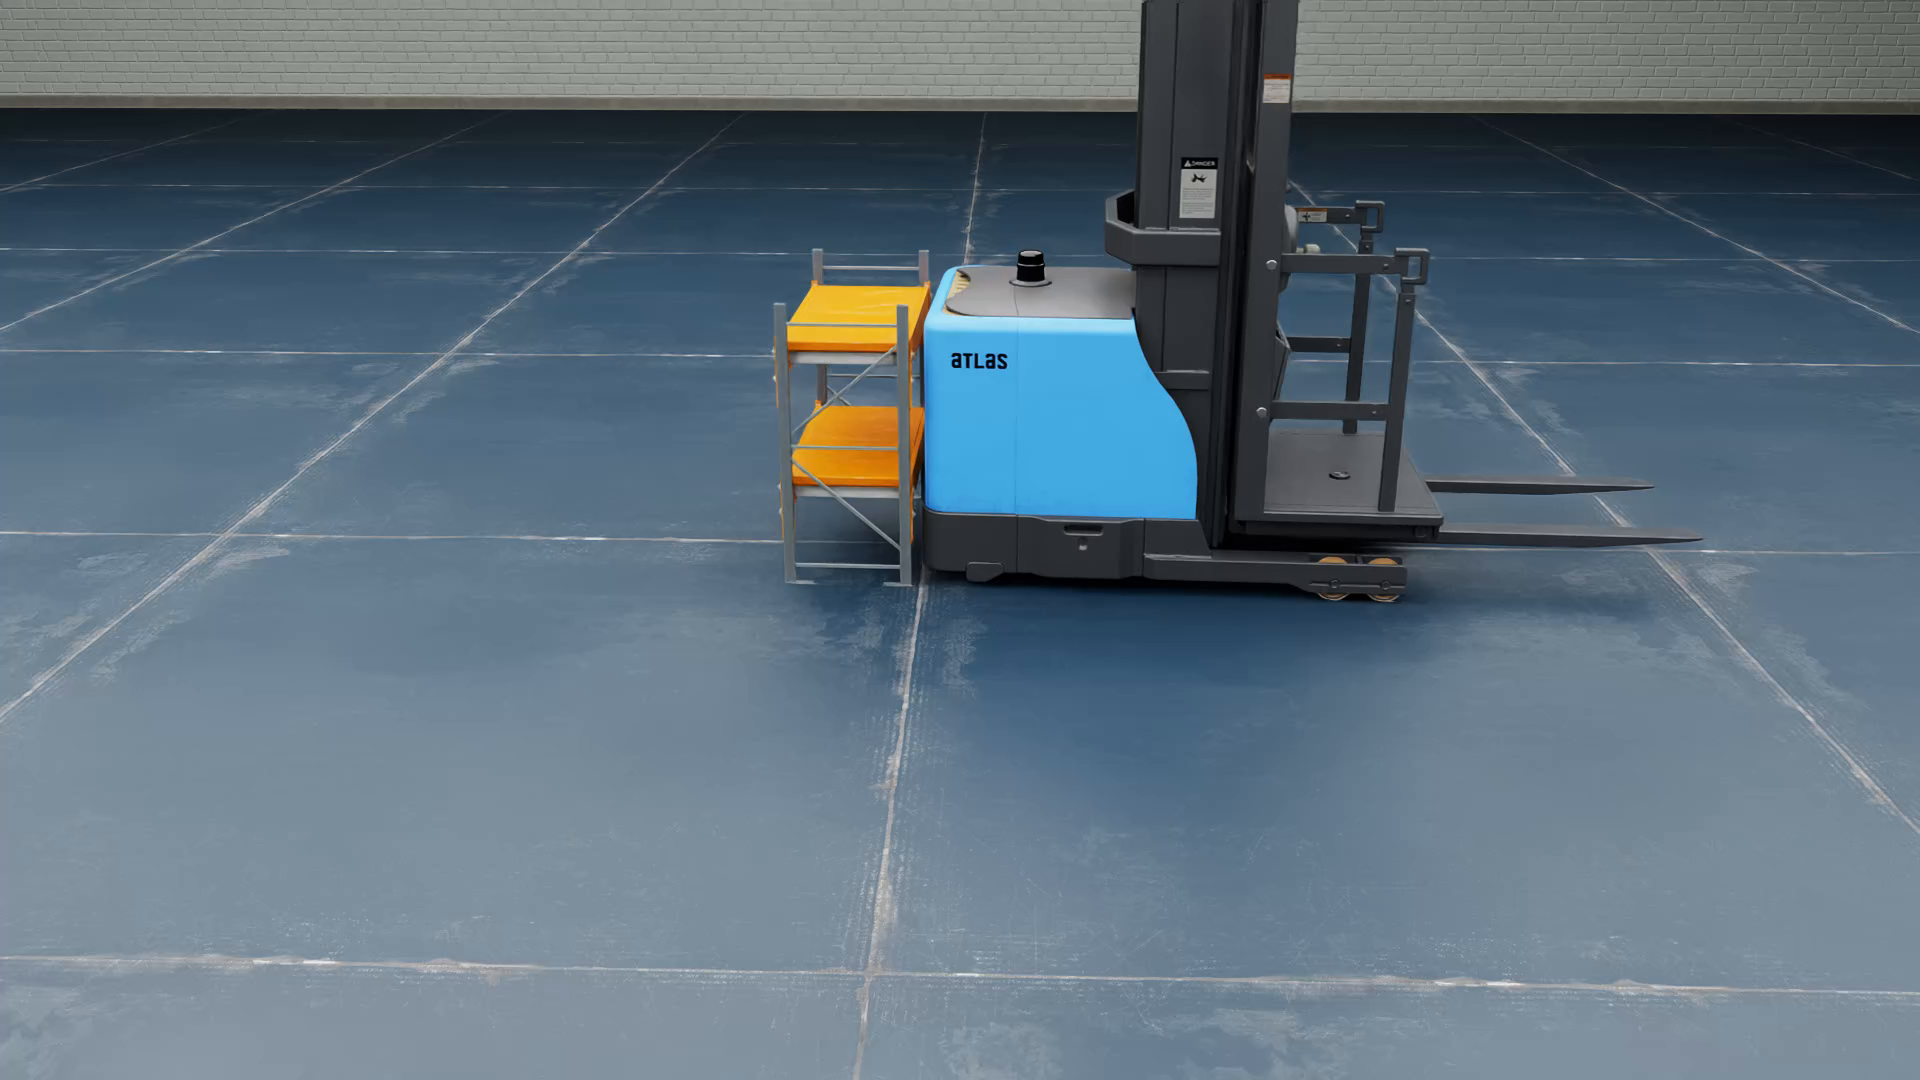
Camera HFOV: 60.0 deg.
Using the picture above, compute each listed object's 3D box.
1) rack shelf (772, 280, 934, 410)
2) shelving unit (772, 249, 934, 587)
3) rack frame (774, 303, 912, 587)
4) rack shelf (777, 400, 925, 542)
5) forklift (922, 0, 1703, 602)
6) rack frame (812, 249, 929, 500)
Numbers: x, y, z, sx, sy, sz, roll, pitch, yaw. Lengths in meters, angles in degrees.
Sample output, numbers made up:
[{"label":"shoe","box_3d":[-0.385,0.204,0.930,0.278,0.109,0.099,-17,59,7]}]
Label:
[{"label":"rack shelf","box_3d":[-0.412,-0.806,6.743,0.538,0.278,1.000,1,21,3]},{"label":"shelving unit","box_3d":[-0.412,-0.534,6.849,0.538,1.125,1.048,1,21,3]},{"label":"rack frame","box_3d":[-0.442,-0.350,6.376,0.500,1.125,0.032,1,21,3]},{"label":"rack shelf","box_3d":[-0.412,-0.306,6.937,0.538,0.278,1.000,1,21,3]},{"label":"forklift","box_3d":[1.393,-1.327,6.398,3.031,2.935,1.130,2,21,4]},{"label":"rack frame","box_3d":[-0.382,-0.717,7.322,0.500,1.125,0.032,1,21,3]}]
